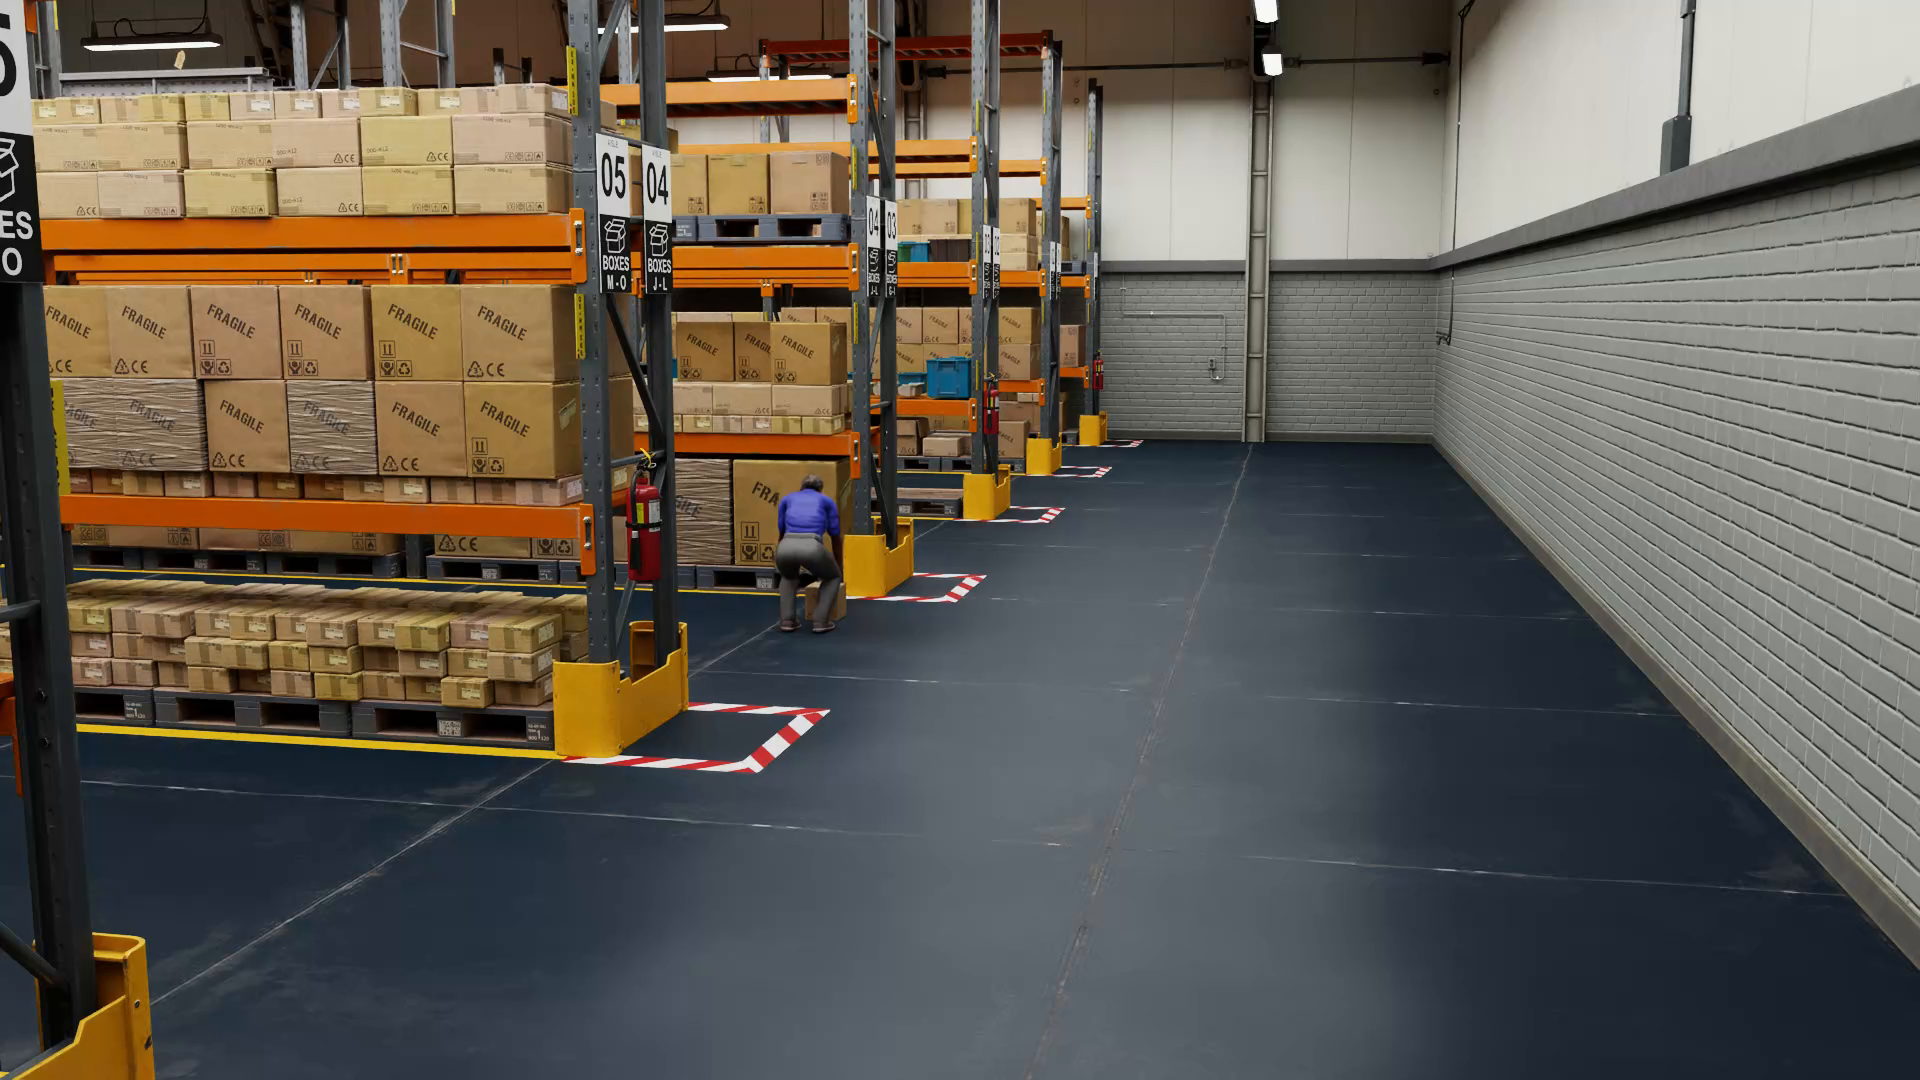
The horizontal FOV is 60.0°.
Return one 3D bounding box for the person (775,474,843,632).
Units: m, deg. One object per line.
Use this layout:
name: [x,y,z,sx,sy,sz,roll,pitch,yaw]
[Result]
person: [-1.128,0.099,12.127,0.498,1.106,0.749,2,8,11]
